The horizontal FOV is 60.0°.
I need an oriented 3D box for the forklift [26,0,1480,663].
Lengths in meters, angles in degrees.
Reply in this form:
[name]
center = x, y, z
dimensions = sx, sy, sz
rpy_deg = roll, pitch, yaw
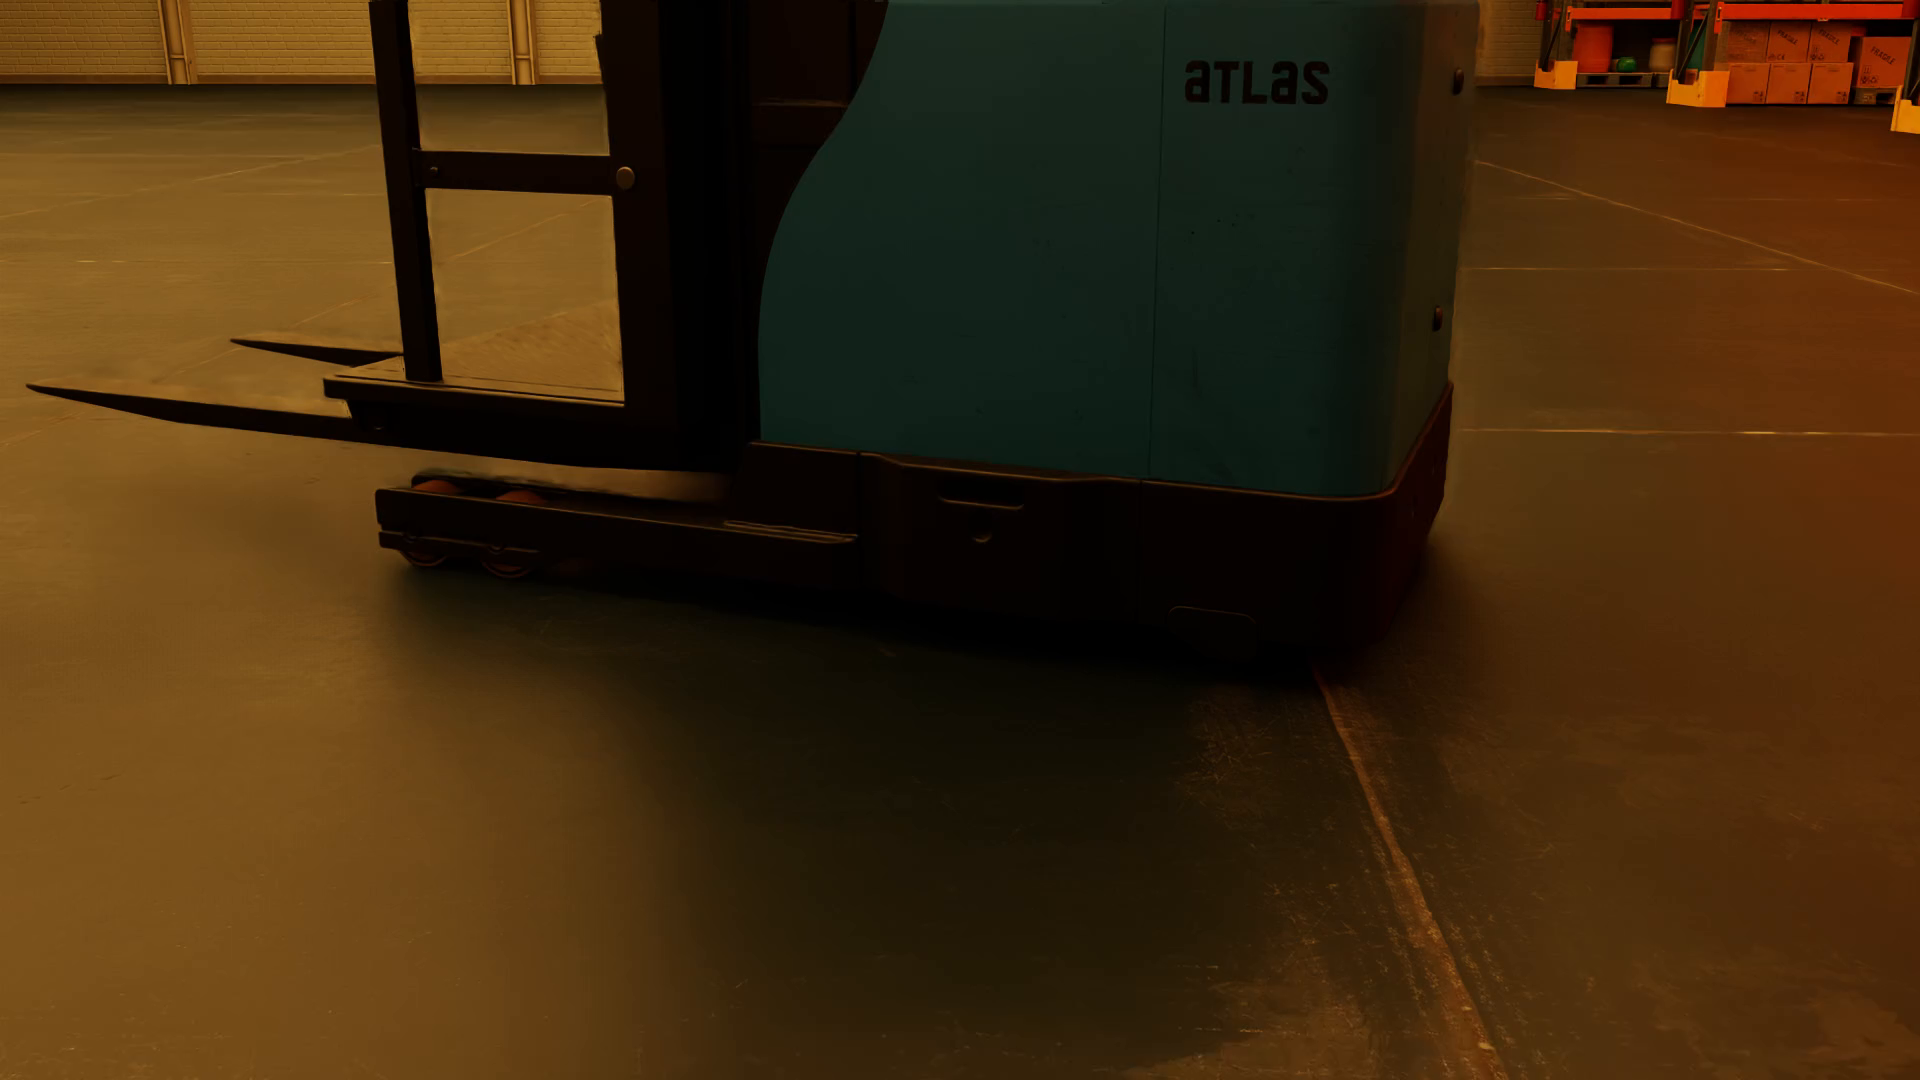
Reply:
[forklift]
center = -0.577, -1.463, 3.141
dimensions = 3.031, 2.935, 1.130
rpy_deg = 7, 18, 21
